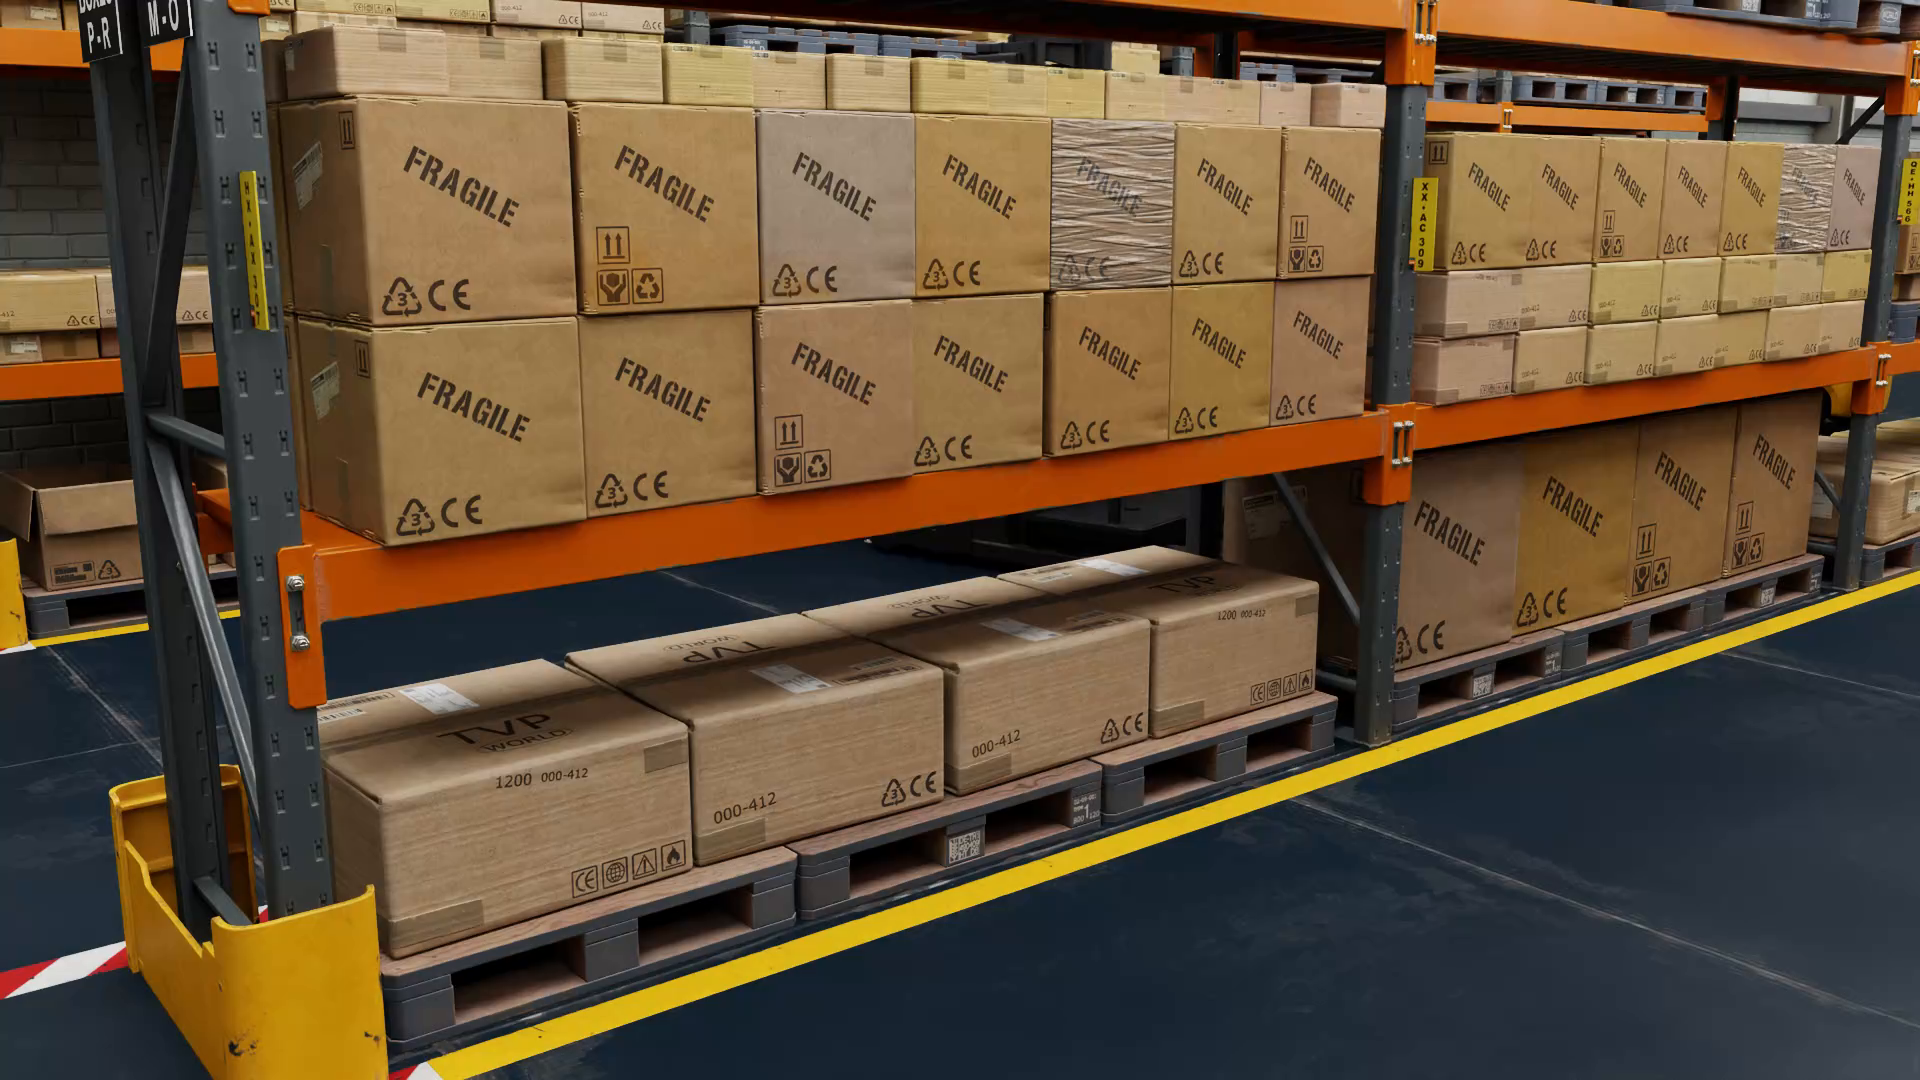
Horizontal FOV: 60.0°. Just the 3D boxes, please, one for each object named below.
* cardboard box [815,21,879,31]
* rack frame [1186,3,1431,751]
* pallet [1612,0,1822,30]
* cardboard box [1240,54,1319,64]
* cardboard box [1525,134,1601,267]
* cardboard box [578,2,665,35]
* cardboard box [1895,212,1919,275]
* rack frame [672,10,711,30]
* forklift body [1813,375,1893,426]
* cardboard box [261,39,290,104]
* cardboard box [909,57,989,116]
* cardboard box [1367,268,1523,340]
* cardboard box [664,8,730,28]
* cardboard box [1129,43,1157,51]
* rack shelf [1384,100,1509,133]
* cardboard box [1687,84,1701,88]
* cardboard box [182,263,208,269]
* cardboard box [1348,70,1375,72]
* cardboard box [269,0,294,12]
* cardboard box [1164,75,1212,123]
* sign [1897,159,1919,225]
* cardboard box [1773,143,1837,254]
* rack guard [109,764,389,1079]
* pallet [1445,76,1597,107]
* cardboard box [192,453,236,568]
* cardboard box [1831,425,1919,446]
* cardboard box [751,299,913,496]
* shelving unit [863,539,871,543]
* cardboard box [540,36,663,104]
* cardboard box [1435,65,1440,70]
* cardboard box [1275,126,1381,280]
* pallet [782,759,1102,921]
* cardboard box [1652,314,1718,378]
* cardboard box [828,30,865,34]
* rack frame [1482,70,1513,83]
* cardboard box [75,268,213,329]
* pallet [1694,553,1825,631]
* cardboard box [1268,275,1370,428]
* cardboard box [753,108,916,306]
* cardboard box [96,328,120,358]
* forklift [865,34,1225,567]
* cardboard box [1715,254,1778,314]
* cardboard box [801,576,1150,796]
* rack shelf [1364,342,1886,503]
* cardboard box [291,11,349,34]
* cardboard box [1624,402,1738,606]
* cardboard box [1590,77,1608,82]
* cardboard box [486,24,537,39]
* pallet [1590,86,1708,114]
[{"bbox_3d":[-0.707,-3.225,10.229,0.250,0.149,0.380,-9,15,-37],"label":"cardboard box"},{"bbox_3d":[1.304,-0.752,6.450,0.127,3.000,1.000,-9,15,-38],"label":"rack frame"},{"bbox_3d":[3.086,-2.408,7.482,1.213,0.211,1.003,-9,15,-35],"label":"pallet"},{"bbox_3d":[2.373,-3.983,12.948,0.500,0.500,0.700,-10,15,-39],"label":"cardboard box"},{"bbox_3d":[2.207,-1.371,6.717,0.500,0.500,0.500,-10,15,-38],"label":"cardboard box"},{"bbox_3d":[-2.020,-2.993,9.426,0.500,0.250,0.500,-9,15,-37],"label":"cardboard box"},{"bbox_3d":[4.923,-1.692,8.907,0.500,0.500,0.500,-10,16,-39],"label":"cardboard box"},{"bbox_3d":[-1.800,-4.491,9.616,0.127,3.000,1.000,-9,15,-38],"label":"rack frame"},{"bbox_3d":[7.230,-2.157,15.108,1.214,2.155,2.313,-9,15,-38],"label":"forklift body"},{"bbox_3d":[-1.664,-1.168,4.196,0.250,0.149,0.380,-9,15,-37],"label":"cardboard box"},{"bbox_3d":[-0.132,-1.284,4.745,0.250,0.149,0.380,-10,16,-39],"label":"cardboard box"},{"bbox_3d":[1.824,-0.935,6.467,0.500,0.250,0.500,-10,16,-39],"label":"cardboard box"},{"bbox_3d":[-1.606,-3.206,10.137,0.250,0.149,0.380,-9,15,-38],"label":"cardboard box"},{"bbox_3d":[1.197,-3.580,11.945,0.250,0.149,0.380,-9,15,-37],"label":"cardboard box"},{"bbox_3d":[2.885,-3.451,13.668,4.000,0.370,1.077,-9,15,-38],"label":"rack shelf"},{"bbox_3d":[7.113,-4.556,16.494,0.250,0.149,0.380,-10,16,-39],"label":"cardboard box"},{"bbox_3d":[-3.937,-1.343,8.876,0.500,0.250,0.500,-9,15,-36],"label":"cardboard box"},{"bbox_3d":[3.541,-4.063,14.174,0.250,0.149,0.380,-9,15,-38],"label":"cardboard box"},{"bbox_3d":[-3.615,-2.724,8.159,0.500,0.250,0.500,-10,16,-39],"label":"cardboard box"},{"bbox_3d":[0.601,-1.433,5.445,0.250,0.149,0.380,-10,15,-38],"label":"cardboard box"},{"bbox_3d":[4.777,-1.748,8.352,0.005,0.325,0.100,-9,15,-38],"label":"sign"},{"bbox_3d":[3.792,-1.632,7.944,0.500,0.500,0.500,-9,15,-37],"label":"cardboard box"},{"bbox_3d":[-1.838,0.993,4.250,0.348,0.500,1.175,-9,15,-38],"label":"rack guard"},{"bbox_3d":[5.097,-4.134,15.366,1.213,0.211,1.003,-9,15,-38],"label":"pallet"},{"bbox_3d":[-3.695,-0.189,8.804,0.500,0.500,0.700,-9,15,-35],"label":"cardboard box"},{"bbox_3d":[6.042,-0.457,10.377,0.625,0.372,0.950,-9,15,-36],"label":"cardboard box"},{"bbox_3d":[-0.479,-0.431,4.696,0.500,0.500,0.500,-10,15,-38],"label":"cardboard box"},{"bbox_3d":[-0.497,-0.626,10.190,0.258,1.200,0.503,8,15,35],"label":"shelving unit"},{"bbox_3d":[-0.934,-1.150,4.115,0.250,0.149,0.380,-9,15,-36],"label":"cardboard box"},{"bbox_3d":[3.778,-4.002,13.884,0.250,0.149,0.380,-9,15,-38],"label":"cardboard box"},{"bbox_3d":[1.108,-1.184,5.836,0.500,0.500,0.500,-10,15,-38],"label":"cardboard box"},{"bbox_3d":[-0.292,0.857,5.585,1.213,0.211,1.003,-9,15,-38],"label":"pallet"},{"bbox_3d":[3.022,-0.888,7.449,0.500,0.250,0.500,-10,15,-39],"label":"cardboard box"},{"bbox_3d":[-0.831,-3.350,10.814,0.250,0.149,0.380,-10,16,-39],"label":"cardboard box"},{"bbox_3d":[4.447,-5.529,14.504,0.127,3.000,1.000,-9,15,-38],"label":"rack frame"},{"bbox_3d":[-4.007,-1.191,8.159,0.500,0.250,0.500,-9,15,-37],"label":"cardboard box"},{"bbox_3d":[3.765,0.183,8.759,1.213,0.211,1.003,-9,15,-38],"label":"pallet"},{"bbox_3d":[1.102,-0.699,5.961,0.500,0.500,0.500,-9,15,-37],"label":"cardboard box"},{"bbox_3d":[-0.470,-0.923,4.608,0.500,0.500,0.500,-10,15,-38],"label":"cardboard box"},{"bbox_3d":[-4.142,-0.993,8.190,0.250,0.149,0.380,-10,15,-38],"label":"cardboard box"},{"bbox_3d":[0.895,-1.285,9.123,3.031,2.935,1.130,9,15,35],"label":"forklift"},{"bbox_3d":[3.423,-1.201,7.723,0.500,0.250,0.500,-10,16,-39],"label":"cardboard box"},{"bbox_3d":[0.048,0.476,5.823,0.875,0.438,0.875,-10,16,-39],"label":"cardboard box"},{"bbox_3d":[2.866,-0.660,7.746,4.000,0.370,1.077,-9,15,-38],"label":"rack shelf"},{"bbox_3d":[-3.271,-2.569,8.389,0.250,0.149,0.380,-9,15,-38],"label":"cardboard box"},{"bbox_3d":[3.137,-0.246,8.170,0.875,0.875,0.875,-9,15,-37],"label":"cardboard box"},{"bbox_3d":[5.796,-4.394,15.451,0.258,0.266,0.396,-10,15,-39],"label":"cardboard box"},{"bbox_3d":[-2.499,-2.711,9.057,0.250,0.149,0.380,-10,15,-38],"label":"cardboard box"},{"bbox_3d":[7.002,-4.450,16.857,1.213,0.211,1.003,-9,15,-38],"label":"pallet"}]
